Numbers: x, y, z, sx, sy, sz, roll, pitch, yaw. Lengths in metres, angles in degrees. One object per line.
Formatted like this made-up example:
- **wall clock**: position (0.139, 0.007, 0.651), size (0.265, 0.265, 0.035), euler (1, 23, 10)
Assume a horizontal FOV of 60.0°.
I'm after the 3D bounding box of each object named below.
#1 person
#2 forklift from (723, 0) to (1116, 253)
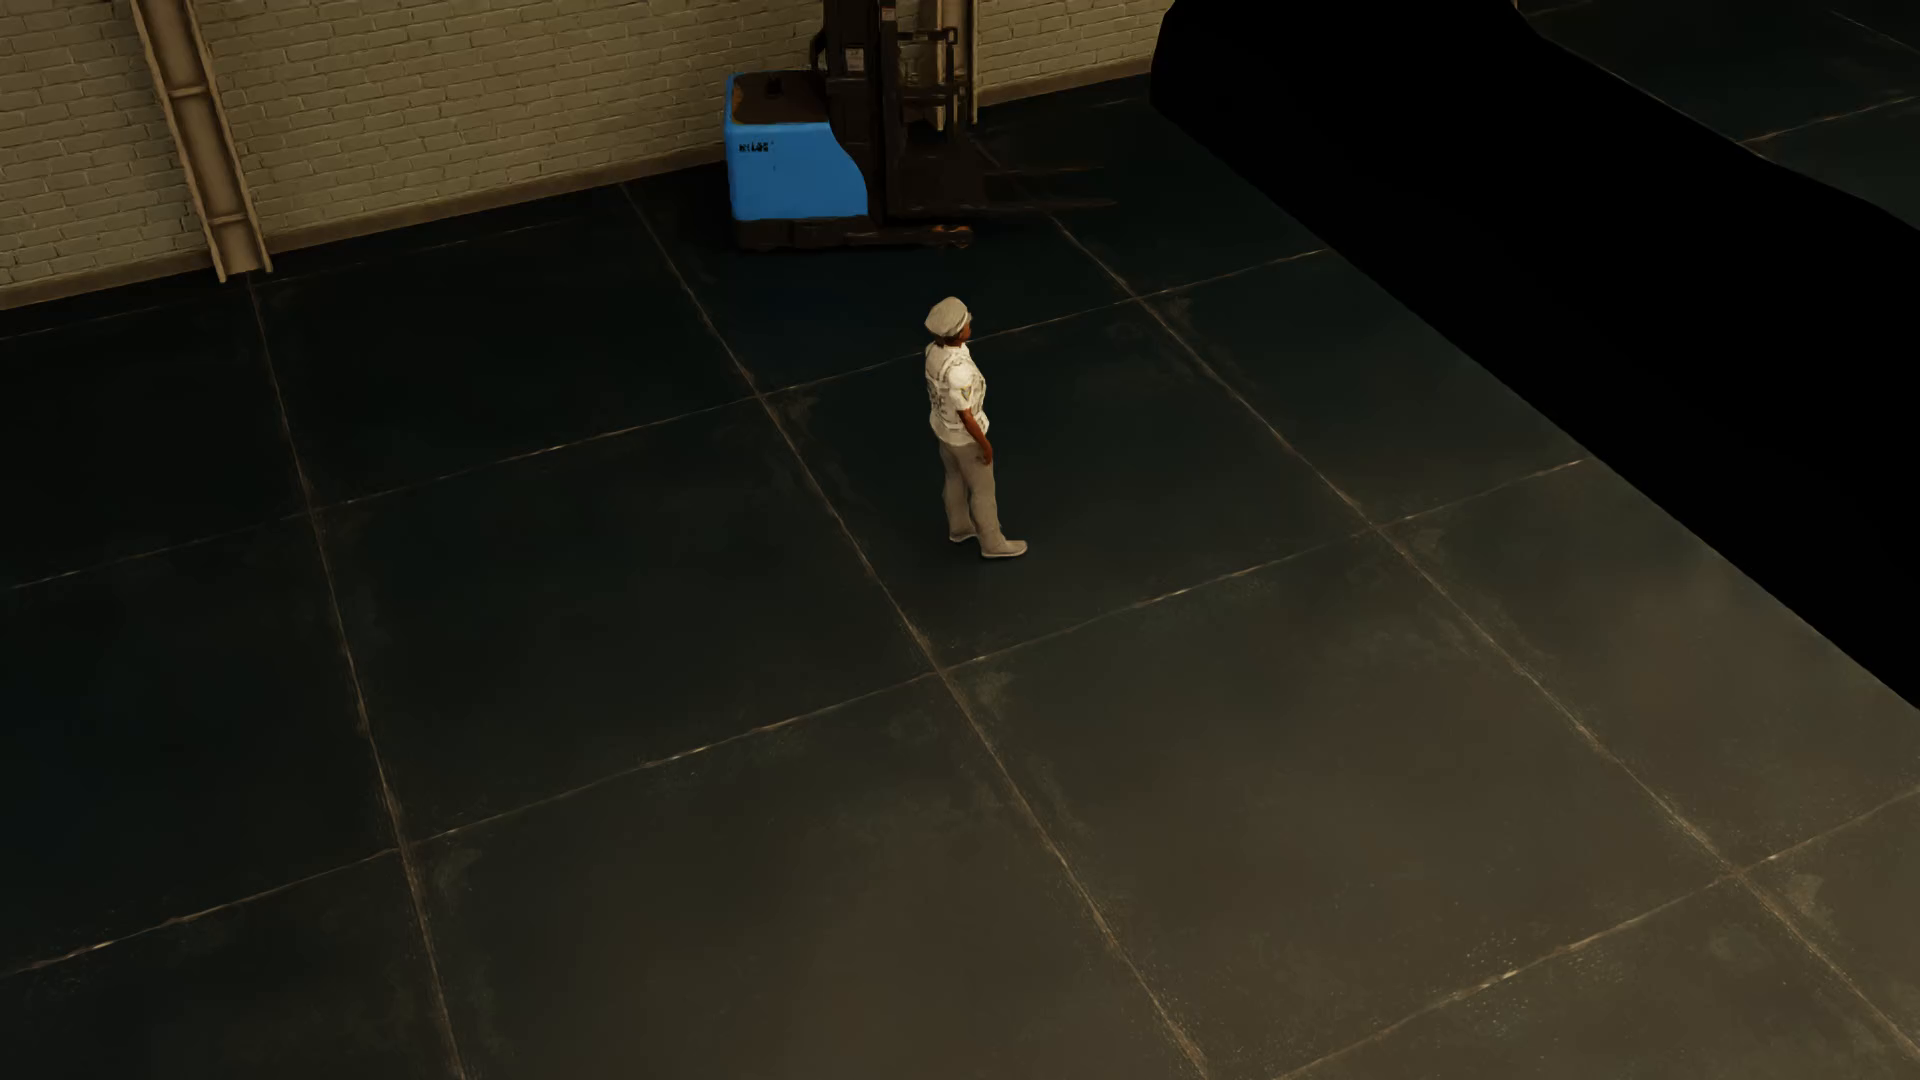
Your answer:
- **person**: position (0.076, -0.666, 9.767), size (0.529, 1.695, 0.570), euler (-17, 43, -19)
- **forklift**: position (-0.301, -3.746, 12.505), size (3.031, 2.935, 1.130), euler (-3, 40, -4)
